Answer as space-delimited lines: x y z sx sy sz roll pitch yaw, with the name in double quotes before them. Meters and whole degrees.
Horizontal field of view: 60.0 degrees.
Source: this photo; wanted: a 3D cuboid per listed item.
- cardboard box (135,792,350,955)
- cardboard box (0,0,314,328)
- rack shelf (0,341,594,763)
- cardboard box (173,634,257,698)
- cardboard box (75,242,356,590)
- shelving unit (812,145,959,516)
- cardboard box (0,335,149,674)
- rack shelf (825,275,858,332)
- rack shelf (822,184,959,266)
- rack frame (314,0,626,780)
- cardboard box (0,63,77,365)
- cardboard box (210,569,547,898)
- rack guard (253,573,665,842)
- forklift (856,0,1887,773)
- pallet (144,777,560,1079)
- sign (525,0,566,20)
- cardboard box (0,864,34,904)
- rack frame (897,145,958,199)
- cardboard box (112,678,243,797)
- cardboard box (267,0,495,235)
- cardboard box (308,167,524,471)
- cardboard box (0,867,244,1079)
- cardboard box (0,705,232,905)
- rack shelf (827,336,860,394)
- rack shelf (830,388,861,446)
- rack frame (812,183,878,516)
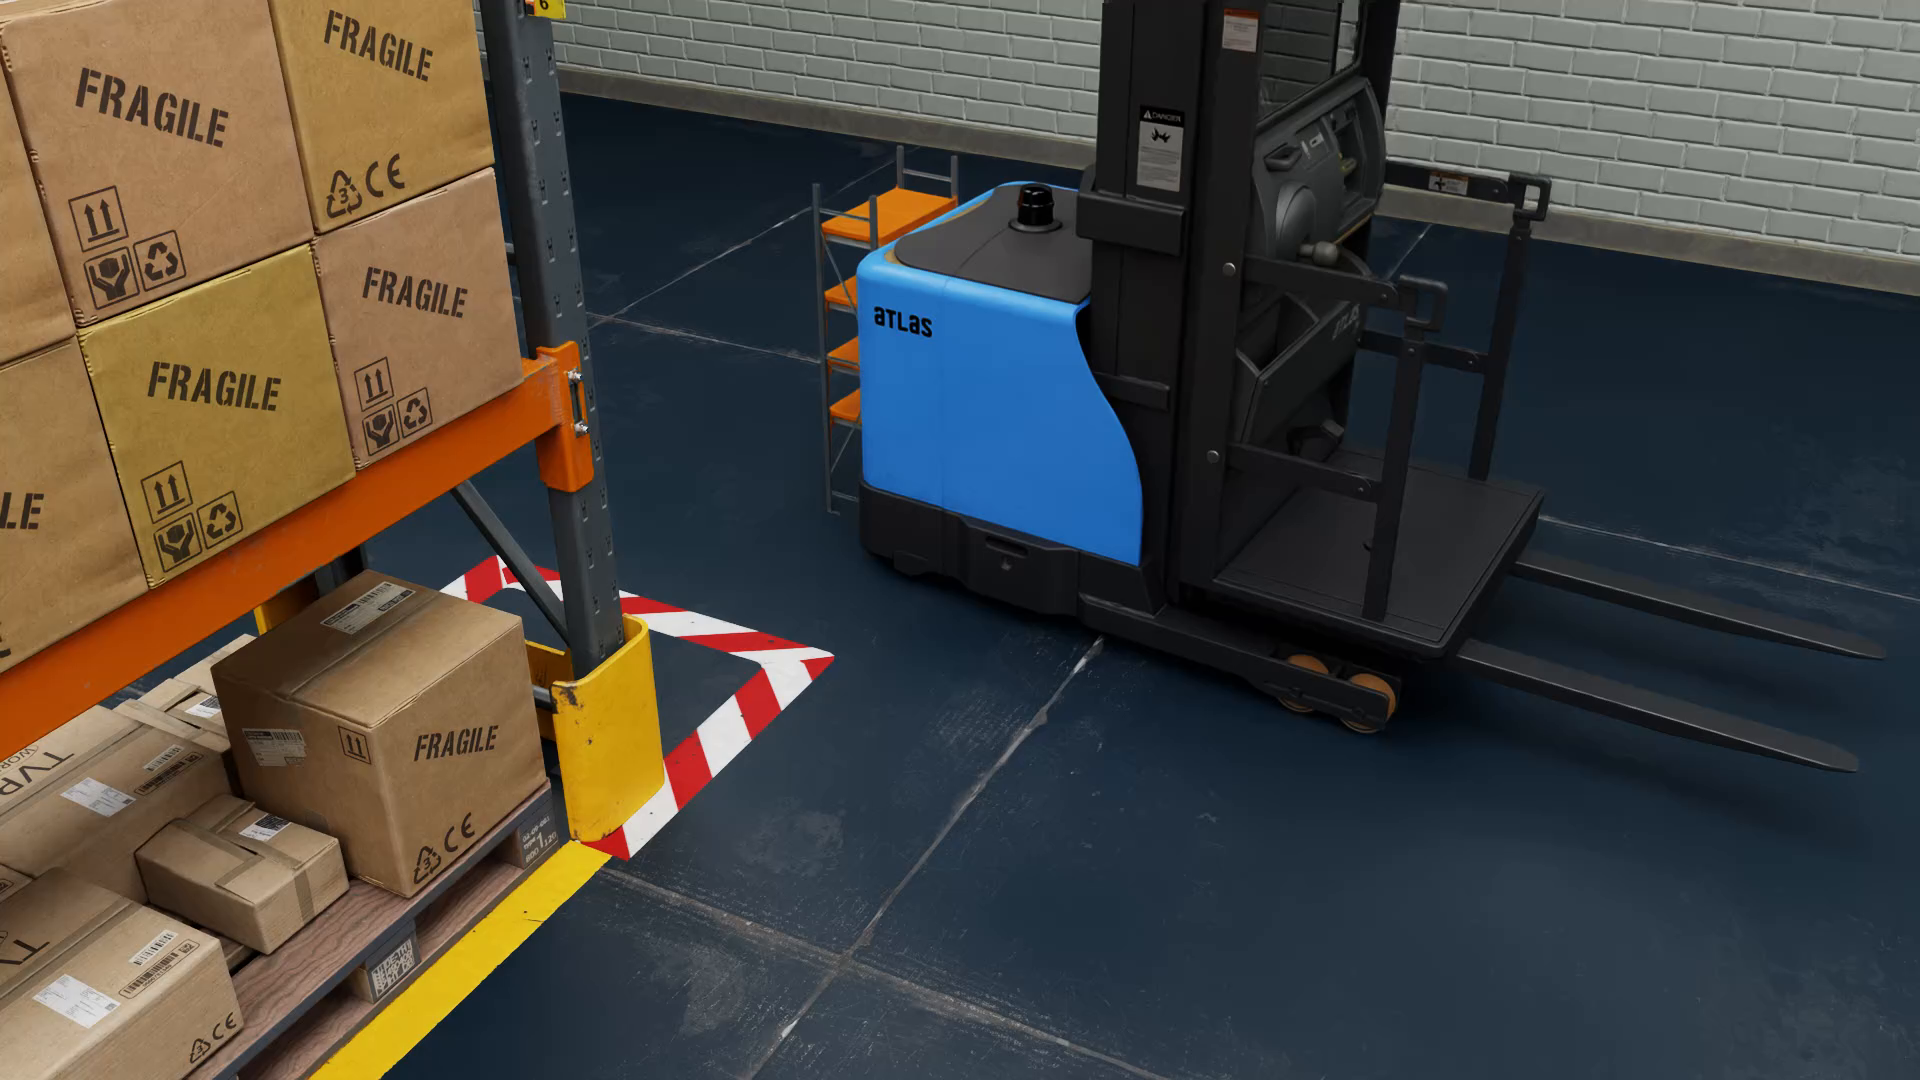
"cardboard box" -1.649 0.756 3.825 0.380 0.166 0.250 14 33 23
"cardboard box" -1.543 -0.731 2.907 0.500 0.500 0.500 15 33 25
"rack shelf" -2.267 0.460 2.659 1.077 0.370 4.000 14 33 23
"cardboard box" -1.853 0.415 4.436 0.380 0.149 0.250 14 33 23
"cardboard box" -1.551 -0.290 3.143 0.500 0.500 0.500 15 33 24
"shelving unit" -0.239 -0.693 5.752 0.258 1.200 0.503 17 34 27
"cardboard box" -1.783 -0.071 2.760 0.500 0.500 0.500 15 33 24
"rack shelf" -0.239 -0.829 5.675 0.258 0.148 0.480 17 34 27
"rack shelf" -0.239 -1.034 5.557 0.258 0.148 0.480 17 34 27
"rack frame" -1.356 -0.738 4.023 1.000 3.000 0.127 14 33 23
"cardboard box" -1.775 -0.500 2.505 0.500 0.500 0.500 15 33 25
"cardboard box" -1.384 0.452 4.019 0.500 0.500 0.500 14 33 23
"rack guard" -1.390 0.379 4.587 1.175 0.500 0.348 14 33 23
"forklift" 1.189 -1.019 4.582 3.031 2.935 1.130 17 34 27
"pallet" -1.753 0.859 4.043 1.003 0.211 1.213 14 33 23
"sign" -0.871 -1.243 3.422 0.100 0.325 0.005 14 33 23
"cardboard box" -2.312 0.883 3.519 0.500 0.250 0.500 14 33 23
"rack frame" -0.111 -0.797 5.933 0.240 1.200 0.015 17 34 27
"cardboard box" -1.966 0.518 4.239 0.380 0.166 0.250 14 33 23
"cardboard box" -1.314 -0.955 3.297 0.500 0.500 0.500 14 33 23
"cardboard box" -1.318 -0.521 3.545 0.500 0.500 0.500 15 33 25
"cardboard box" -1.844 0.975 3.360 0.500 0.250 0.500 14 33 23
"cardboard box" -2.084 0.662 3.905 0.500 0.250 0.500 14 33 23
"rack shelf" -0.239 -0.635 5.786 0.258 0.148 0.480 17 34 27
"rack shelf" -0.239 -0.463 5.885 0.258 0.148 0.480 17 34 27
"rack frame" -0.367 -0.590 5.572 0.240 1.200 0.015 17 34 27
